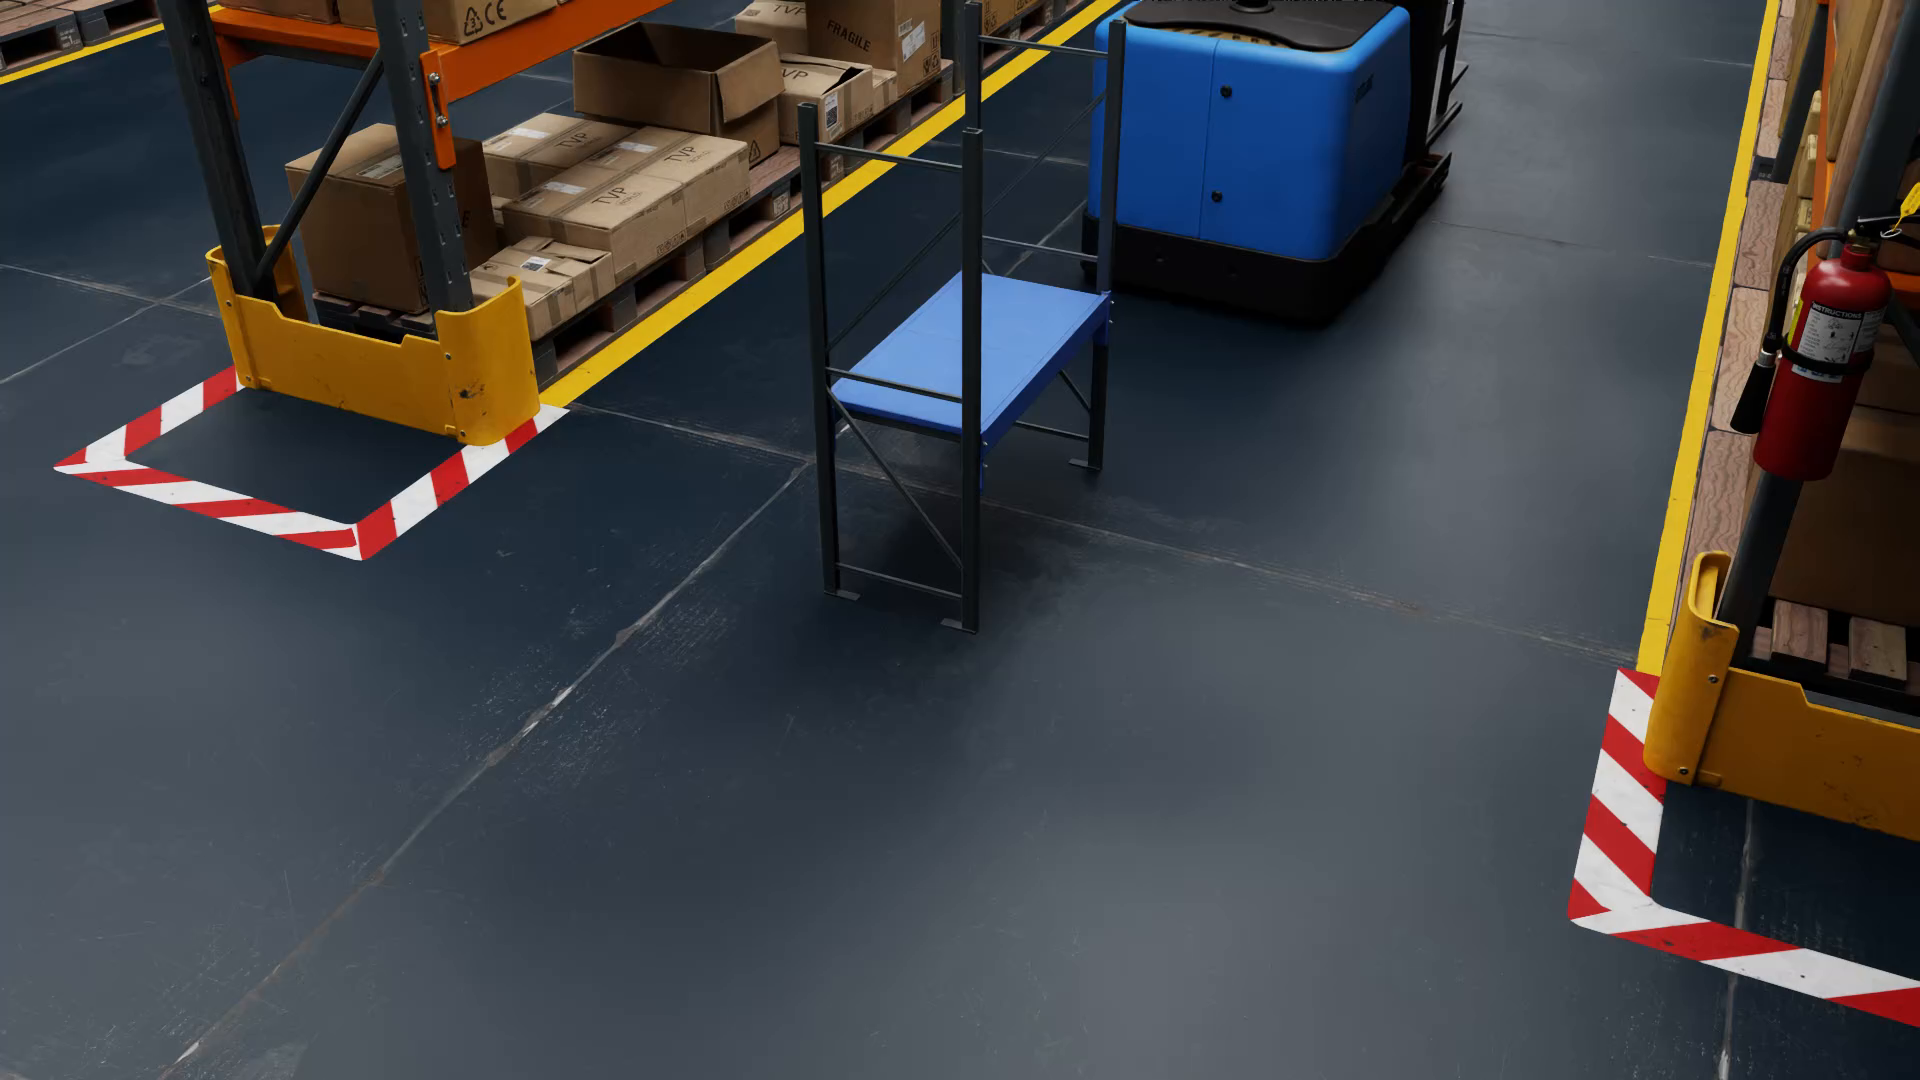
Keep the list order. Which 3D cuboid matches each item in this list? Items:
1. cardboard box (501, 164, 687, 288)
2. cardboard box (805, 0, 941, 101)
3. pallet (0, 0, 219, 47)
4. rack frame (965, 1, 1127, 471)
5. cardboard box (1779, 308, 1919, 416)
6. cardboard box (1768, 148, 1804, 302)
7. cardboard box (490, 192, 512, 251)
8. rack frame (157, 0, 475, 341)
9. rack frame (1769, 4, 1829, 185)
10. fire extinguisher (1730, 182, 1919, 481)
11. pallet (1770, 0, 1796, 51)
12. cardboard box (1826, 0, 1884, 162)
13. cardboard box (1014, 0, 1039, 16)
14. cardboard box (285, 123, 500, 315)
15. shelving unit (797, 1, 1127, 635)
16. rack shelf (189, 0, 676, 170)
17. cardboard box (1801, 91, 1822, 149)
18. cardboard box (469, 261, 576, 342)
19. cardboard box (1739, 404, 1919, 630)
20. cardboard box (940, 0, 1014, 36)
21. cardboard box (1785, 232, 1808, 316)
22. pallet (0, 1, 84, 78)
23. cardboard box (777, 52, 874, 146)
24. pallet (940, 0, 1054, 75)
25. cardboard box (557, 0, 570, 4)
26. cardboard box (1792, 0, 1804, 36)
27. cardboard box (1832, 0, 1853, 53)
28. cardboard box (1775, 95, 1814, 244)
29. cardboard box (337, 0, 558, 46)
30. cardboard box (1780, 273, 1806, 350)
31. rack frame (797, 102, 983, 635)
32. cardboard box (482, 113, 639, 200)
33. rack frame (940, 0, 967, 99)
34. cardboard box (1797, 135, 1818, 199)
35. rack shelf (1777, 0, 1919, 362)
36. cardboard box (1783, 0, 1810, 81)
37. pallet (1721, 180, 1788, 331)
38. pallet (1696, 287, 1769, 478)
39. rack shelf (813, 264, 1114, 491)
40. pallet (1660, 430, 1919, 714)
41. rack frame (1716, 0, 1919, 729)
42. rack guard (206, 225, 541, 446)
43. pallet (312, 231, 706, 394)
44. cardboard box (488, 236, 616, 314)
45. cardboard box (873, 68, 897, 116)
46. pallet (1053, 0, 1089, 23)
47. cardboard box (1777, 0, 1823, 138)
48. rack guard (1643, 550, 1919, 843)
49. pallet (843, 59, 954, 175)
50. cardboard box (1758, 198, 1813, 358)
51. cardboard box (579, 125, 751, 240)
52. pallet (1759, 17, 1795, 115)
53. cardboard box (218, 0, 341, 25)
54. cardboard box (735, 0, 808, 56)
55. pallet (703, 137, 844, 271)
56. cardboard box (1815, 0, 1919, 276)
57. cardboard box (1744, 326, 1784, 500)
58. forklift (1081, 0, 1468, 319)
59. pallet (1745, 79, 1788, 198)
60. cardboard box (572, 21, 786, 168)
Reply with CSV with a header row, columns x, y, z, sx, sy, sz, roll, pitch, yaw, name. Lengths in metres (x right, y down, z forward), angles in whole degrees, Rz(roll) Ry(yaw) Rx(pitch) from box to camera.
x,y,z,sx,sy,sz,roll,pitch,yaw,name
-1.423,-1.237,6.507,0.500,0.250,0.500,14,36,20,cardboard box
-0.424,-2.530,8.251,0.500,0.500,0.500,14,36,20,cardboard box
-5.213,-3.337,10.147,1.003,0.211,1.213,14,36,20,pallet
0.248,-0.923,5.290,0.500,1.500,0.032,14,36,20,rack frame
2.474,-0.492,4.570,0.380,0.149,0.250,14,36,20,cardboard box
3.438,-1.137,6.146,0.700,0.500,0.500,14,36,20,cardboard box
-1.862,-1.255,6.612,0.380,0.166,0.250,14,36,20,cardboard box
-2.117,-1.748,5.180,1.000,3.000,0.127,14,36,20,rack frame
4.057,-2.605,6.488,1.000,3.000,0.127,14,36,20,rack frame
1.902,-0.456,3.620,0.296,0.674,0.183,14,36,20,fire extinguisher
5.333,-3.056,9.718,1.003,0.211,1.213,14,36,20,pallet
2.882,-1.360,4.315,0.980,0.700,0.700,14,36,20,cardboard box
0.193,-3.332,9.474,0.500,0.500,0.500,15,36,21,cardboard box
-2.113,-1.214,6.244,0.500,0.500,0.500,14,36,20,cardboard box
0.036,-0.670,4.904,0.538,1.500,1.048,14,36,20,shelving unit
-1.280,-2.443,6.896,1.077,0.370,4.000,14,36,20,rack shelf
3.342,-1.529,6.152,0.380,0.149,0.250,15,36,22,cardboard box
-1.630,-0.869,6.039,0.380,0.149,0.250,14,36,20,cardboard box
2.586,-0.115,4.587,0.700,0.500,0.500,14,36,20,cardboard box
-0.020,-3.064,9.065,0.500,0.500,0.500,13,35,18,cardboard box
3.005,-0.615,5.349,0.700,0.500,0.500,13,35,19,cardboard box
-5.722,-2.727,9.217,1.003,0.211,1.213,14,36,20,pallet
-0.738,-2.077,7.733,0.500,0.311,0.500,14,36,20,cardboard box
-0.138,-2.988,9.614,1.003,0.211,1.213,14,36,20,pallet
-1.481,-2.208,5.791,0.500,0.500,0.500,14,36,20,cardboard box
4.932,-3.103,8.825,0.750,0.750,0.750,14,36,20,cardboard box
3.210,-1.738,4.891,0.980,0.700,0.700,12,35,18,cardboard box
3.651,-1.387,6.526,0.700,0.500,0.500,15,36,21,cardboard box
-1.692,-1.950,5.397,0.500,0.500,0.500,15,36,21,cardboard box
2.580,-0.620,4.765,0.380,0.149,0.250,15,36,22,cardboard box
-0.177,-0.417,4.517,0.500,1.500,0.032,14,36,20,rack frame
-1.689,-1.576,7.024,0.500,0.250,0.500,14,36,20,cardboard box
-0.444,-3.740,8.218,1.000,3.000,0.127,14,36,20,rack frame
3.124,-1.269,5.755,0.380,0.149,0.250,13,35,19,cardboard box
3.221,-1.309,5.166,1.077,0.370,4.000,14,36,20,rack shelf
4.580,-2.679,8.178,0.750,0.750,0.750,15,36,22,cardboard box
3.668,-1.079,6.702,1.003,0.211,1.213,14,36,20,pallet
3.159,-0.469,5.772,1.003,0.211,1.213,14,36,20,pallet
0.036,-0.519,5.002,0.538,0.185,1.000,14,36,20,rack shelf
2.647,0.137,4.849,1.003,0.211,1.213,14,36,20,pallet
2.384,-0.613,3.450,1.000,3.000,0.127,14,36,20,rack frame
-2.085,-0.740,5.923,1.175,0.500,0.348,14,36,20,rack guard
-1.753,-1.017,6.608,1.003,0.211,1.213,14,36,20,pallet
-1.525,-1.001,6.224,0.380,0.166,0.250,14,36,20,cardboard box
-0.527,-2.182,8.042,0.380,0.149,0.250,14,36,20,cardboard box
0.372,-3.597,10.544,1.003,0.211,1.213,14,36,20,pallet
4.211,-2.236,7.501,0.750,0.750,0.750,15,36,21,cardboard box
2.374,0.444,4.117,1.175,0.500,0.348,14,36,20,rack guard
-0.732,-2.232,8.462,1.003,0.211,1.213,14,36,20,pallet
3.221,-0.882,5.757,0.700,0.500,0.500,15,36,22,cardboard box
-1.214,-1.486,6.887,0.500,0.250,0.500,14,36,20,cardboard box
4.821,-2.451,8.795,1.003,0.211,1.213,14,36,20,pallet
-2.177,-2.075,5.588,0.500,0.500,0.500,15,36,22,cardboard box
-0.816,-2.640,8.592,0.500,0.311,0.500,14,36,20,cardboard box
-1.241,-1.622,7.532,1.003,0.211,1.213,14,36,20,pallet
2.588,-0.995,3.758,0.980,0.700,0.700,16,36,23,cardboard box
2.795,-0.364,4.967,0.700,0.500,0.500,14,36,20,cardboard box
1.628,-2.866,6.948,1.130,2.935,3.031,16,37,23,forklift
4.312,-1.841,7.865,1.003,0.211,1.213,14,36,20,pallet
-1.225,-1.943,7.353,0.797,0.503,0.637,14,36,20,cardboard box
